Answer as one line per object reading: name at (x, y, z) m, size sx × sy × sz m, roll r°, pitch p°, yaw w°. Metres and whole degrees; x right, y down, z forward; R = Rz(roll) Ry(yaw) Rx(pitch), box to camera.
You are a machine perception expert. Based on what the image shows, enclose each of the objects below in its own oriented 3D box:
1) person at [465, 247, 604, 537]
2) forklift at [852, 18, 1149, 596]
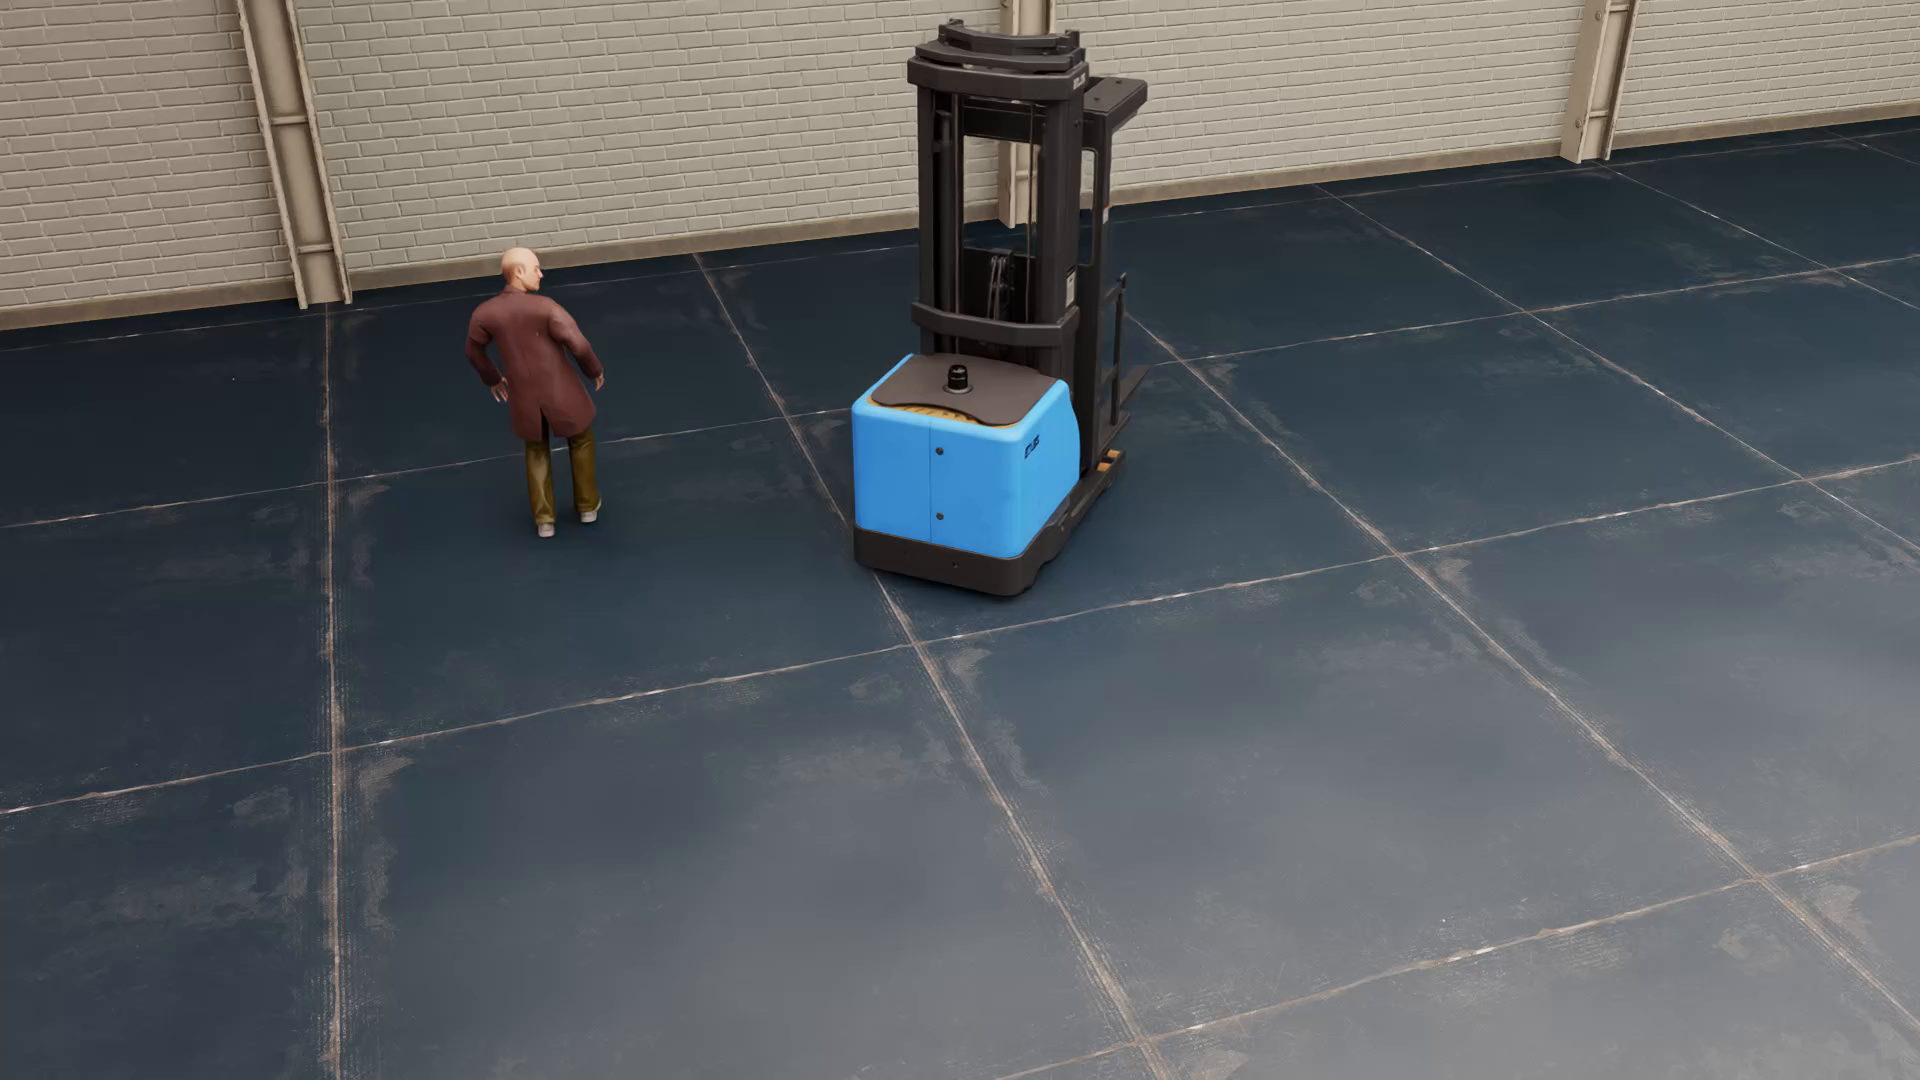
person at (-2.473, -0.892, 9.835) m, size 0.790 × 1.749 × 0.552 m, roll 2°, pitch 30°, yaw 3°
forklift at (0.425, -1.673, 9.995) m, size 1.130 × 2.935 × 3.031 m, roll 12°, pitch 32°, yaw 20°
